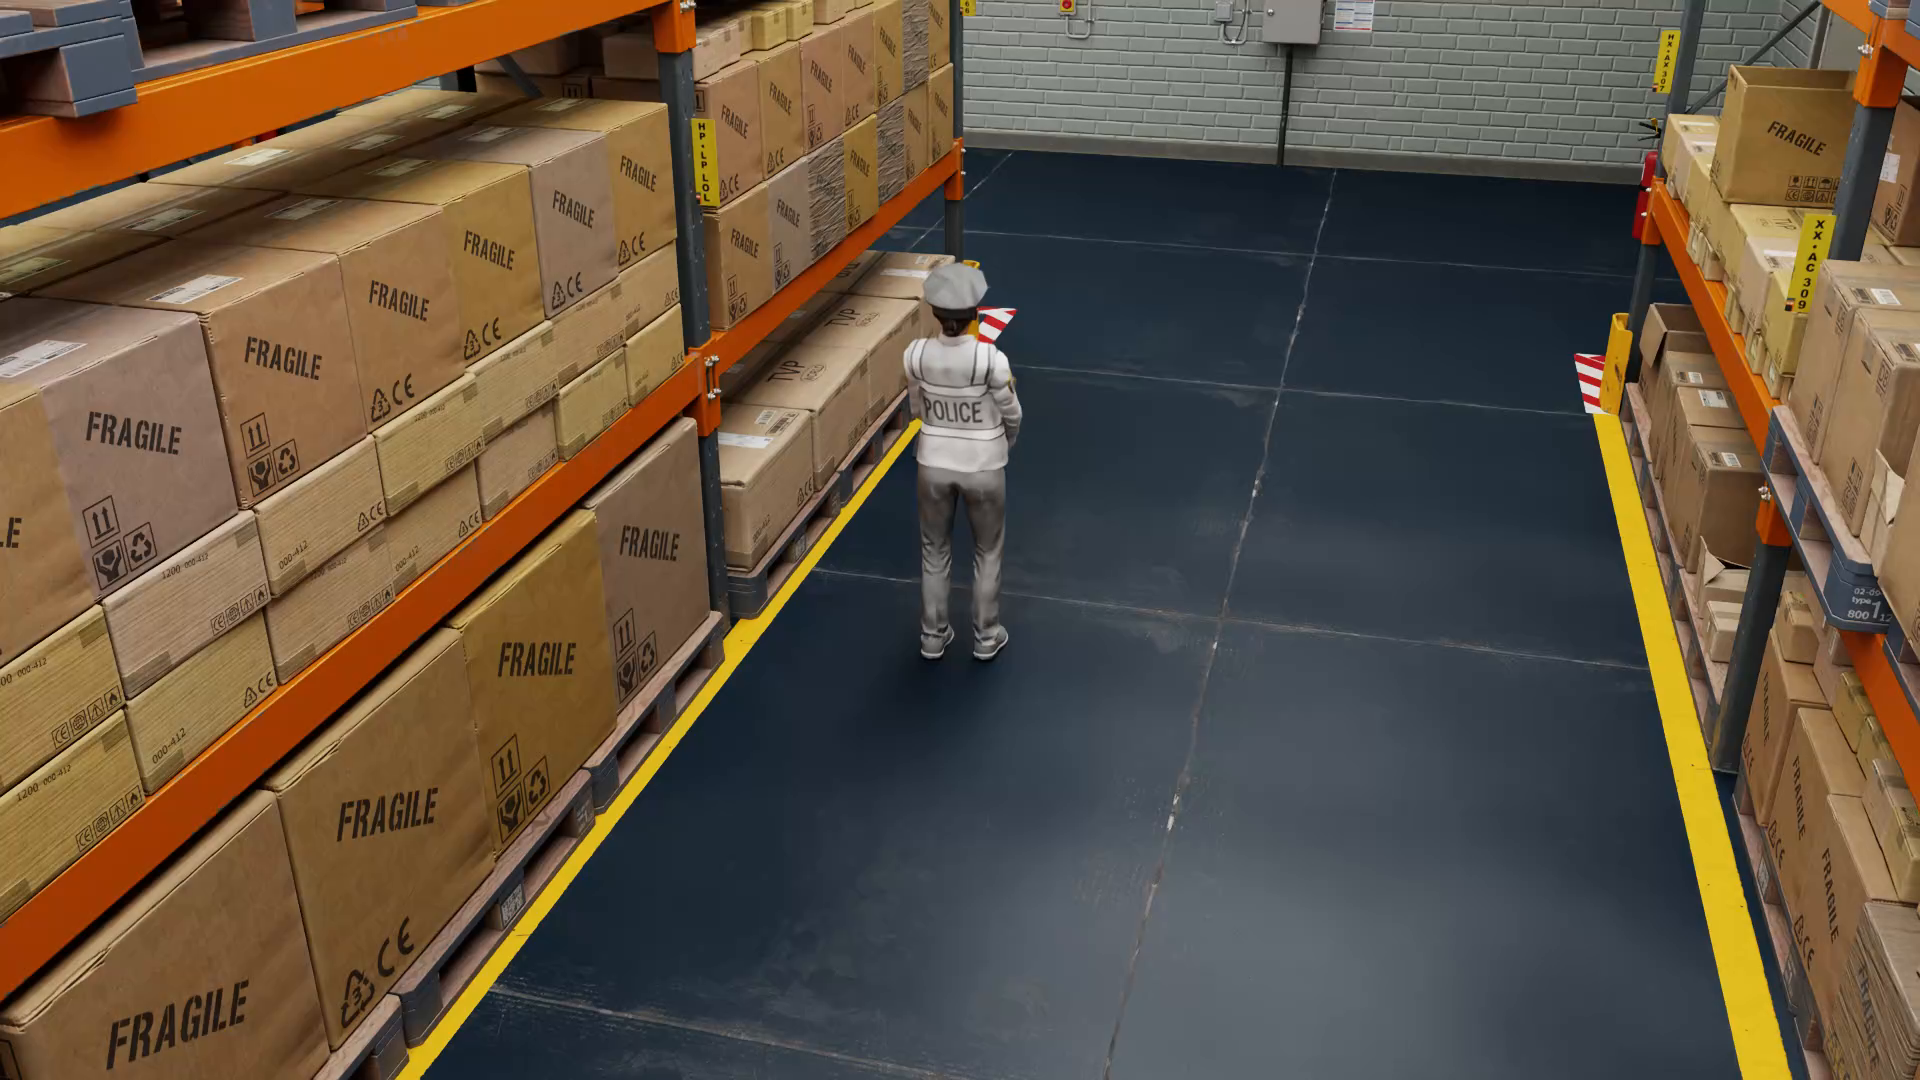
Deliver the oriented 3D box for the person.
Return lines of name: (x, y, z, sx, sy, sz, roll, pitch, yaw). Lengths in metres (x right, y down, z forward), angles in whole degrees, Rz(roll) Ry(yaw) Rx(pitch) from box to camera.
person: (0.027, -0.314, 6.744, 0.457, 1.690, 0.539, 7, 26, 13)
